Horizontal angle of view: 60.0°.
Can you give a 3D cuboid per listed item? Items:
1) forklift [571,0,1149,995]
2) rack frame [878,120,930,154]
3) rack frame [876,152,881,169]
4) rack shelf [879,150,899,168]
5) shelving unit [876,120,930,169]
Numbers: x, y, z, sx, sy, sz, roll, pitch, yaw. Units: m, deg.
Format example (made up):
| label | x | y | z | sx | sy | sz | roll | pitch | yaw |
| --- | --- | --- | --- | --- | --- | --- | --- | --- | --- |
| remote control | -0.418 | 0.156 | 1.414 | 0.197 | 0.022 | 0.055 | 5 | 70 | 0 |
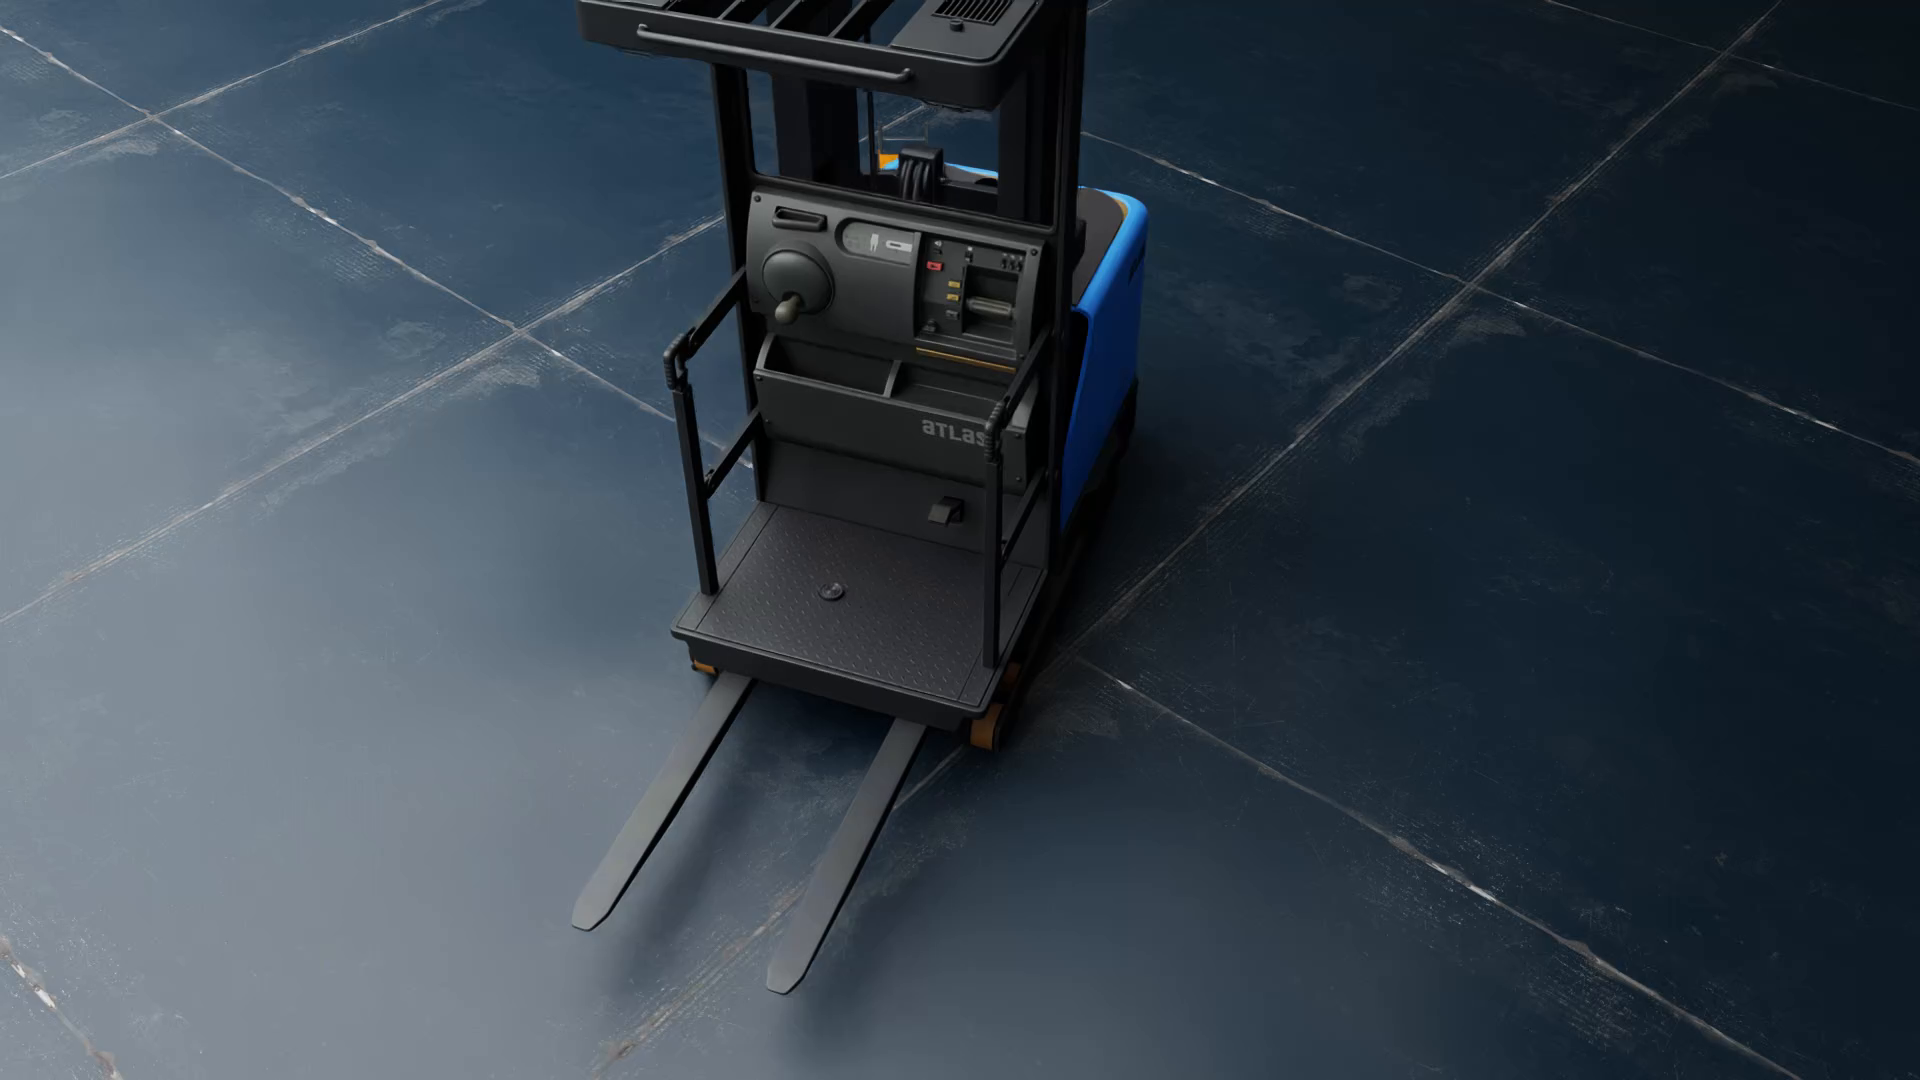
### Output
| label | x | y | z | sx | sy | sz | roll | pitch | yaw |
| --- | --- | --- | --- | --- | --- | --- | --- | --- | --- |
| forklift | -0.278 | -0.709 | 4.851 | 1.130 | 2.935 | 3.031 | 14 | 44 | 14 |
| rack frame | -0.219 | -1.247 | 6.841 | 0.200 | 1.050 | 0.008 | 0 | 42 | 0 |
| rack frame | -0.219 | -1.083 | 6.661 | 0.200 | 1.050 | 0.008 | 0 | 42 | 0 |
| rack shelf | -0.219 | -1.367 | 6.567 | 0.215 | 0.259 | 0.240 | 0 | 42 | 0 |
| shelving unit | -0.219 | -1.165 | 6.751 | 0.215 | 1.050 | 0.252 | 0 | 42 | 0 |
